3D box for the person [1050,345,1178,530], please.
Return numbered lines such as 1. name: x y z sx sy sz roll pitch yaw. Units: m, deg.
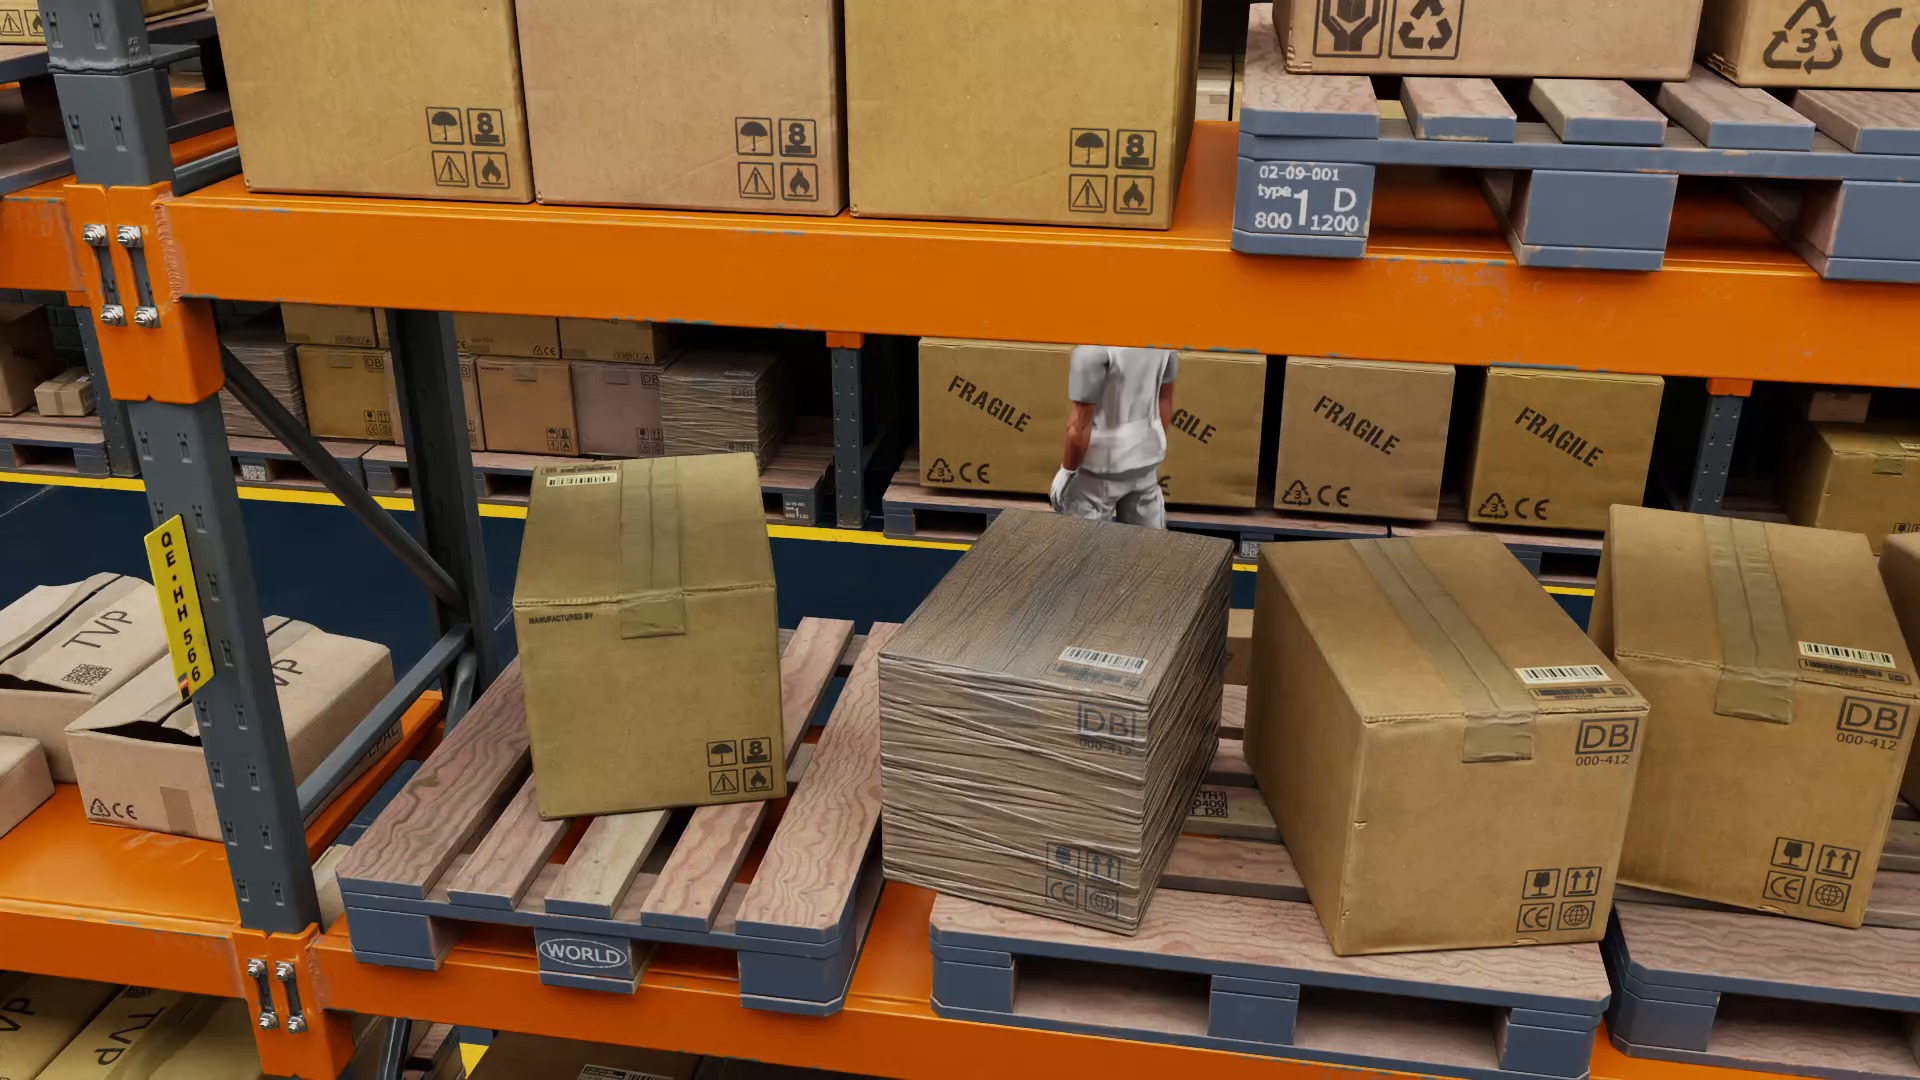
1. person: 0.600 -0.300 6.679 0.573 1.791 0.476 -16 29 -30
